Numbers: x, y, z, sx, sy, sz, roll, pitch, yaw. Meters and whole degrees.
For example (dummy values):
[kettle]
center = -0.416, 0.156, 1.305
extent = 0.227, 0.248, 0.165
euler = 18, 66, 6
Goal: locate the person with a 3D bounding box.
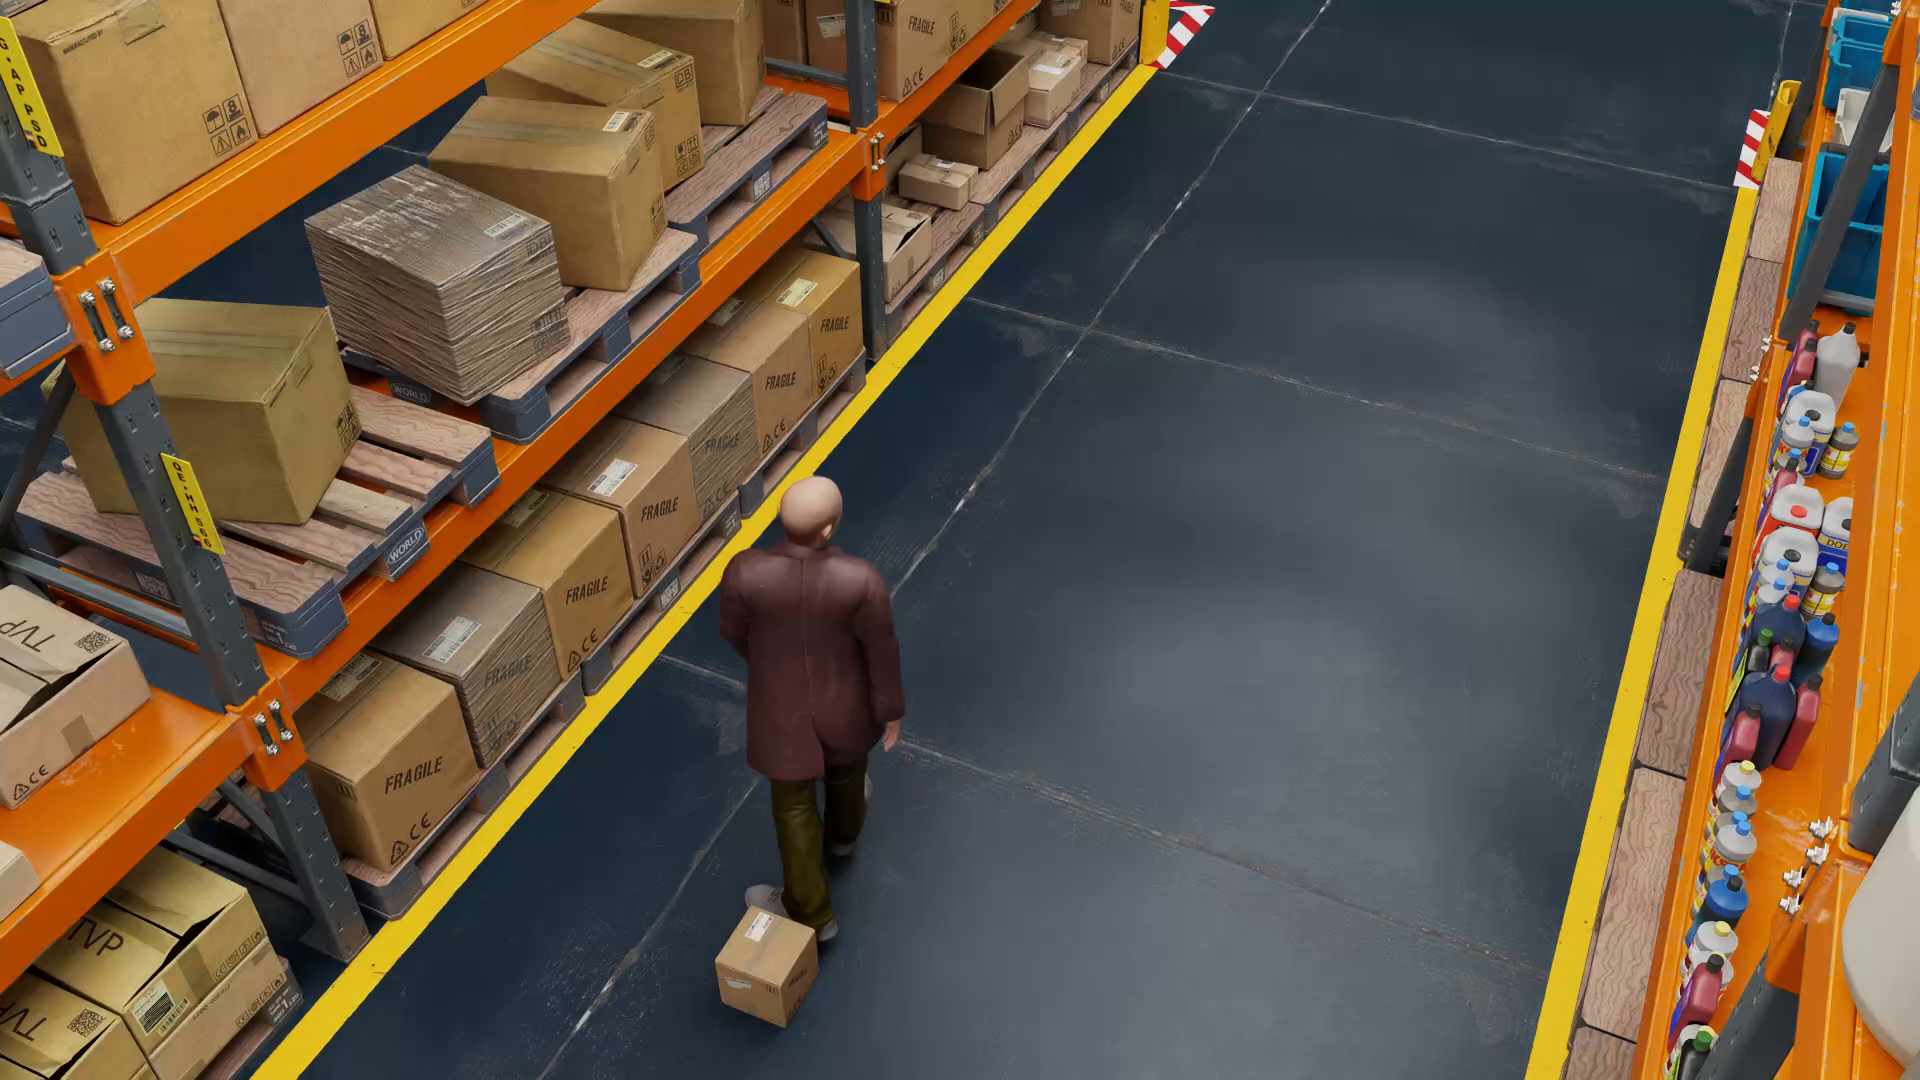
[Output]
[person]
center = -0.483, 0.533, 5.559
extent = 0.599, 1.770, 0.777
euler = -3, 41, -3
